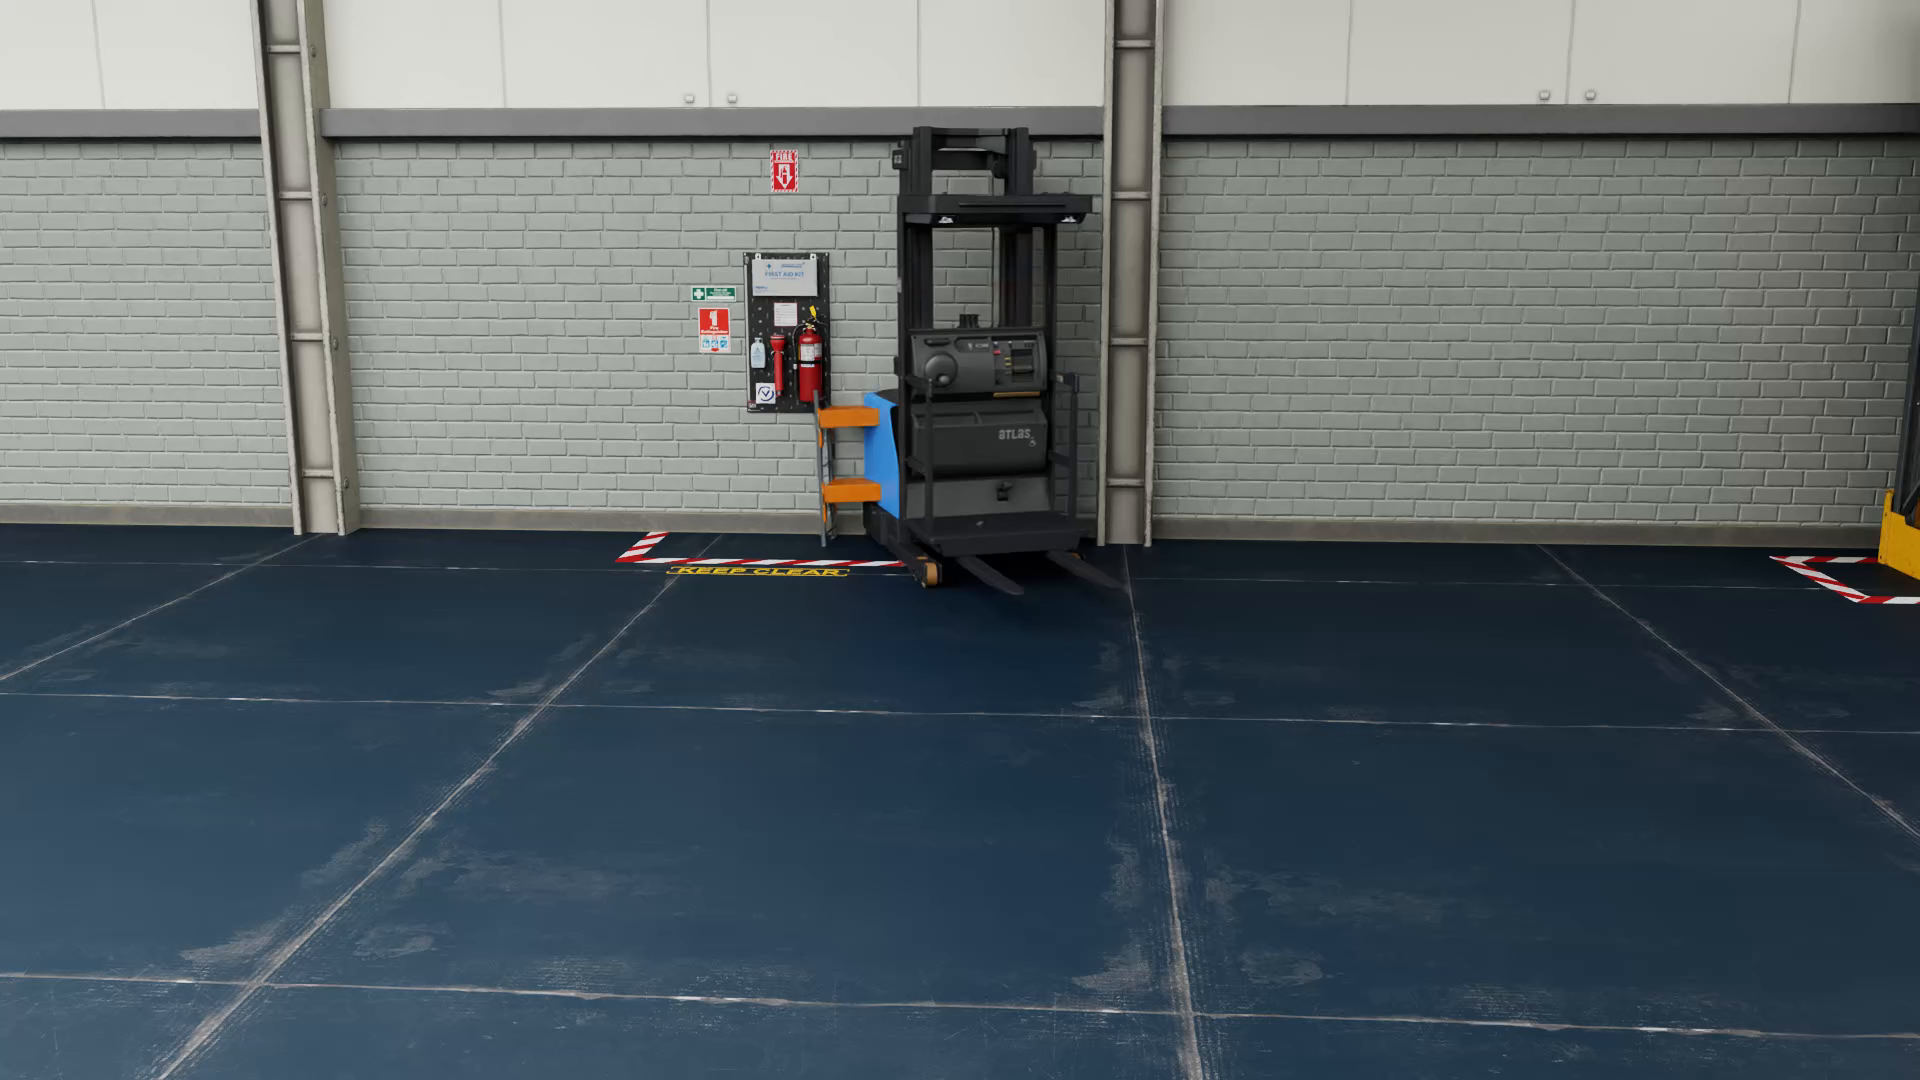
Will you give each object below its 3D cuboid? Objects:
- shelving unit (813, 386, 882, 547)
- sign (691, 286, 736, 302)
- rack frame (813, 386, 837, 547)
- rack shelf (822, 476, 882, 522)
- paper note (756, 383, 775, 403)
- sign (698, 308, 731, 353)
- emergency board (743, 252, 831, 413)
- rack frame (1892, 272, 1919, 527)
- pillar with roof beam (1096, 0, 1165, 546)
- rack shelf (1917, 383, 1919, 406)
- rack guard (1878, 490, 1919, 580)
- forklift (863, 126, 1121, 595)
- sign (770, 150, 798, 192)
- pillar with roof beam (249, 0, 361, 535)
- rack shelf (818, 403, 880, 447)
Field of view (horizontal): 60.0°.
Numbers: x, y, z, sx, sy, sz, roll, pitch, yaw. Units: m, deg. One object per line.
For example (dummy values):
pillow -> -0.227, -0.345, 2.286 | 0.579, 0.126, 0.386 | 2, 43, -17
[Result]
shelving unit -> -0.473, -0.559, 12.060 | 1.048, 1.125, 0.538 | -2, 8, 5
sign -> -1.803, -1.801, 12.172 | 0.331, 0.109, 0.001 | 1, 12, 4
rack frame -> -0.980, -0.545, 12.105 | 0.032, 1.125, 0.500 | -2, 8, 5
rack shelf -> -0.463, -0.317, 12.095 | 1.000, 0.278, 0.538 | -2, 8, 5
paper note -> -1.435, -1.083, 12.271 | 0.142, 0.148, 0.016 | 1, 12, 4
sign -> -1.807, -1.544, 12.235 | 0.234, 0.329, 0.001 | 1, 12, 4
emergency board -> -1.263, -1.498, 12.102 | 0.643, 1.169, 0.194 | 1, 12, 4
rack frame -> 6.431, -1.207, 10.711 | 0.127, 3.000, 1.000 | 1, 12, 4
pillar with roof beam -> 0.913, -3.513, 7.084 | 0.400, 9.000, 9.100 | 1, 12, 4
rack shelf -> 8.427, -0.827, 10.654 | 4.000, 0.370, 1.077 | 1, 12, 4
rack guard -> 6.507, 0.018, 10.962 | 0.348, 0.500, 1.175 | 1, 12, 4
forklift -> 0.194, -1.217, 10.930 | 1.130, 2.935, 3.031 | -4, 12, -17
sign -> -1.264, -2.653, 11.962 | 0.199, 0.298, 0.001 | 1, 12, 4
pillar with roof beam -> -5.074, -3.595, 7.477 | 0.400, 9.000, 9.100 | 1, 12, 4
rack shelf -> -0.486, -0.849, 12.018 | 1.000, 0.278, 0.538 | -2, 8, 5
